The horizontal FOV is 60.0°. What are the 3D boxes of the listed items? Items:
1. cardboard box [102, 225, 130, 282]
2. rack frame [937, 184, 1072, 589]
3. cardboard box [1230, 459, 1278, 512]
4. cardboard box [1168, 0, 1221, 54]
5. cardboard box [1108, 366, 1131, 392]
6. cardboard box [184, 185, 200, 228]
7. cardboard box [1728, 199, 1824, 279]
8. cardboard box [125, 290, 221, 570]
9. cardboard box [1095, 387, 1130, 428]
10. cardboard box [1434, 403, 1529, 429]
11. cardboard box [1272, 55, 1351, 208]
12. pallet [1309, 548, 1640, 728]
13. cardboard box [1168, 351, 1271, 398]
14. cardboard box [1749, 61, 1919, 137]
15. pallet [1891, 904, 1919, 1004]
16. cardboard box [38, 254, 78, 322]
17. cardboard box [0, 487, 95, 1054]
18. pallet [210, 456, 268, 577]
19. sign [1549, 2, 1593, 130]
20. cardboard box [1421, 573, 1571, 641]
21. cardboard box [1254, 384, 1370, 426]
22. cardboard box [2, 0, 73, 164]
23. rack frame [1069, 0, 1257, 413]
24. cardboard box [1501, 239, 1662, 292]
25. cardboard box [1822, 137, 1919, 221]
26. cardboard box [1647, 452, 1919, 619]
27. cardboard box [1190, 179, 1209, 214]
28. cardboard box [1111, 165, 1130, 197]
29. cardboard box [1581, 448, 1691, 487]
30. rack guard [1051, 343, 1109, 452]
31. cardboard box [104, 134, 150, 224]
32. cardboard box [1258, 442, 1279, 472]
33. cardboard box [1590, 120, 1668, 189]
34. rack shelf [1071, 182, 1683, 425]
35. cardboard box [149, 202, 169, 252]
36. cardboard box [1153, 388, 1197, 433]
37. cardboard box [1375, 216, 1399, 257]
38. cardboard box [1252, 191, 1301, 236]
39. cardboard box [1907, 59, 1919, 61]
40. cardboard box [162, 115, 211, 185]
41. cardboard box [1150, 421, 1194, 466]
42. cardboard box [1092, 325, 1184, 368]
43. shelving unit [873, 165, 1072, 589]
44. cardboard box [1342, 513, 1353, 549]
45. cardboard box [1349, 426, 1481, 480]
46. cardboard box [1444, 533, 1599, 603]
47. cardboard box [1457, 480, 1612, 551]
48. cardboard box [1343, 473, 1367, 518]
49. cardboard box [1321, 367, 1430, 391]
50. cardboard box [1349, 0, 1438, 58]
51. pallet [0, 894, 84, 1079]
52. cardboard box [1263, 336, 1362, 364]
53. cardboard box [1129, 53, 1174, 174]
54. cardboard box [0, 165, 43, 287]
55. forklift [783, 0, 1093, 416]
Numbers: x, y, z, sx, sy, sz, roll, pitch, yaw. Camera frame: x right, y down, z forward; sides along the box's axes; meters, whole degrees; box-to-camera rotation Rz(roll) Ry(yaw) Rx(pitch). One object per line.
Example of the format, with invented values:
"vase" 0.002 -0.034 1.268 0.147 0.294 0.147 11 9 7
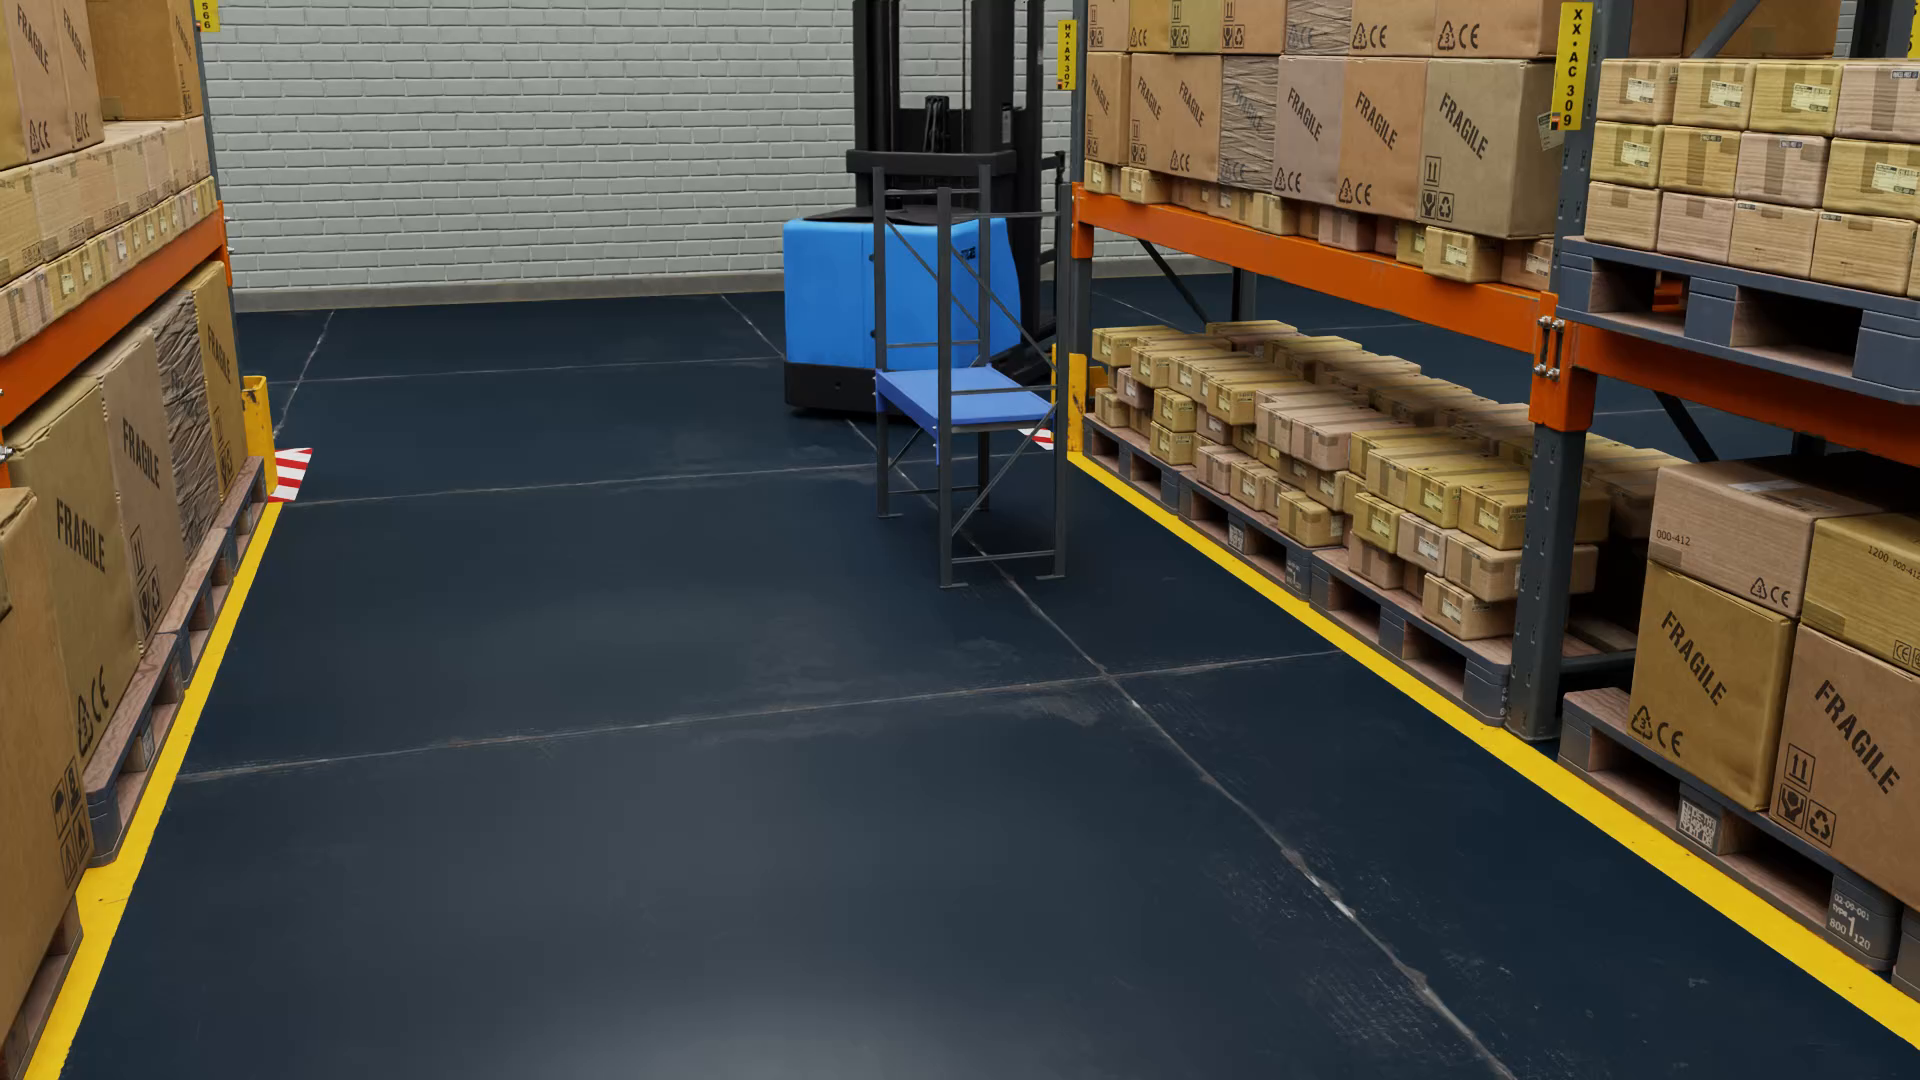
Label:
"cardboard box" -2.770 -0.868 5.065 0.380 0.149 0.250 -4 17 -15
"rack frame" 0.163 -0.554 6.190 0.500 1.500 0.032 -5 17 -15
"cardboard box" 1.320 -0.231 6.734 0.380 0.149 0.250 -5 17 -15
"cardboard box" 1.180 -2.232 6.739 0.500 0.500 0.500 -5 17 -16
"cardboard box" 0.943 -0.806 8.128 0.380 0.149 0.250 -4 17 -13
"cardboard box" -3.195 -1.294 6.482 0.380 0.149 0.250 -5 17 -15
"cardboard box" 1.958 -0.676 3.695 0.380 0.149 0.250 -5 17 -15
"cardboard box" -3.248 -0.390 5.998 0.875 0.875 0.875 -5 17 -15
"cardboard box" 0.882 -0.658 8.154 0.380 0.149 0.250 -4 17 -14
"cardboard box" 2.029 -0.413 6.303 0.380 0.149 0.250 -4 17 -14
"cardboard box" 1.464 -1.469 5.939 0.500 0.500 0.500 -5 17 -16
"pallet" 1.927 0.266 5.698 1.003 0.211 1.213 -5 17 -15
"cardboard box" 1.149 -0.733 7.369 0.380 0.149 0.250 -6 18 -18
"cardboard box" 1.962 -0.959 3.603 0.380 0.149 0.250 -5 17 -15
"pallet" 2.699 1.003 3.247 1.003 0.211 1.213 -5 17 -15
"cardboard box" -2.558 -0.655 4.356 0.380 0.149 0.250 -4 17 -13
"cardboard box" -2.456 0.470 3.137 1.225 0.875 0.875 -5 17 -15
"pallet" -3.456 -0.078 6.845 1.003 0.211 1.213 -5 17 -15
"sign" 1.626 -1.256 4.414 0.100 0.325 0.005 -5 17 -15
"cardboard box" 1.710 0.197 5.309 0.380 0.149 0.250 -4 17 -15
"cardboard box" 1.405 -0.517 6.651 0.380 0.149 0.250 -5 17 -15
"cardboard box" -2.665 -1.241 4.310 0.500 0.500 0.500 -5 17 -15
"rack frame" 1.046 -1.993 8.371 1.000 3.000 0.127 -5 17 -15
"cardboard box" 1.842 -0.826 4.926 0.380 0.149 0.250 -5 17 -16
"cardboard box" 2.028 -0.749 3.422 0.380 0.149 0.250 -5 18 -18
"cardboard box" 2.094 -0.024 4.129 0.500 0.250 0.500 -5 18 -18
"cardboard box" 1.206 -1.473 7.079 0.380 0.149 0.250 -5 17 -16
"cardboard box" 0.930 -1.690 7.800 0.380 0.149 0.250 -4 17 -13
"cardboard box" 2.231 -0.199 5.593 0.380 0.149 0.250 -4 17 -13
"rack guard" 1.067 -0.774 8.661 1.175 0.500 0.348 -5 17 -15
"cardboard box" -2.936 -1.161 5.347 0.500 0.250 0.500 -5 17 -15
"cardboard box" 1.426 -0.372 6.685 0.380 0.149 0.250 -4 17 -13
"cardboard box" 1.811 -0.964 4.137 0.380 0.149 0.250 -4 17 -14
"rack shelf" 1.596 -1.095 6.633 1.077 0.370 4.000 -5 17 -15
"cardboard box" -2.982 -1.082 5.775 0.380 0.149 0.250 -5 17 -15
"cardboard box" 1.083 -0.585 7.394 0.380 0.149 0.250 -4 17 -14
"cardboard box" 1.645 -1.044 5.651 0.380 0.149 0.250 -5 17 -17
"cardboard box" 1.343 -1.253 6.346 0.380 0.149 0.250 -4 17 -14
"cardboard box" 2.518 -1.082 4.013 0.380 0.149 0.250 -5 17 -17
"cardboard box" -3.362 -1.586 6.761 0.500 0.250 0.500 -5 17 -16
"cardboard box" 1.073 -0.445 7.444 0.380 0.149 0.250 -4 17 -15
"cardboard box" 0.863 -0.941 8.064 0.380 0.149 0.250 -6 18 -18
"shelving unit" 0.023 -0.695 6.658 0.538 1.500 1.048 -5 17 -15
"cardboard box" 1.629 -0.032 6.071 0.380 0.149 0.250 -5 17 -17
"cardboard box" 1.617 -0.298 5.923 0.380 0.149 0.250 -4 17 -13
"cardboard box" 1.753 0.074 5.201 0.380 0.149 0.250 -4 17 -14
"cardboard box" 1.797 -0.085 5.211 0.380 0.149 0.250 -4 17 -14
"cardboard box" 1.602 -0.150 5.946 0.380 0.149 0.250 -5 17 -15
"cardboard box" 1.746 -0.623 7.004 0.380 0.149 0.250 -5 18 -17
"cardboard box" 1.609 -1.807 5.323 0.500 0.500 0.500 -5 18 -17
"pallet" -2.367 1.021 3.186 1.003 0.211 1.213 -5 17 -15
"cardboard box" 1.642 -0.851 7.763 0.380 0.149 0.250 -5 17 -16
"cardboard box" 1.075 -1.891 7.342 0.500 0.500 0.500 -5 17 -15
"cardboard box" -2.529 -0.743 3.956 0.500 0.250 0.500 -5 17 -16
"forklift" 0.047 -2.430 9.947 1.130 2.935 3.031 7 18 21
